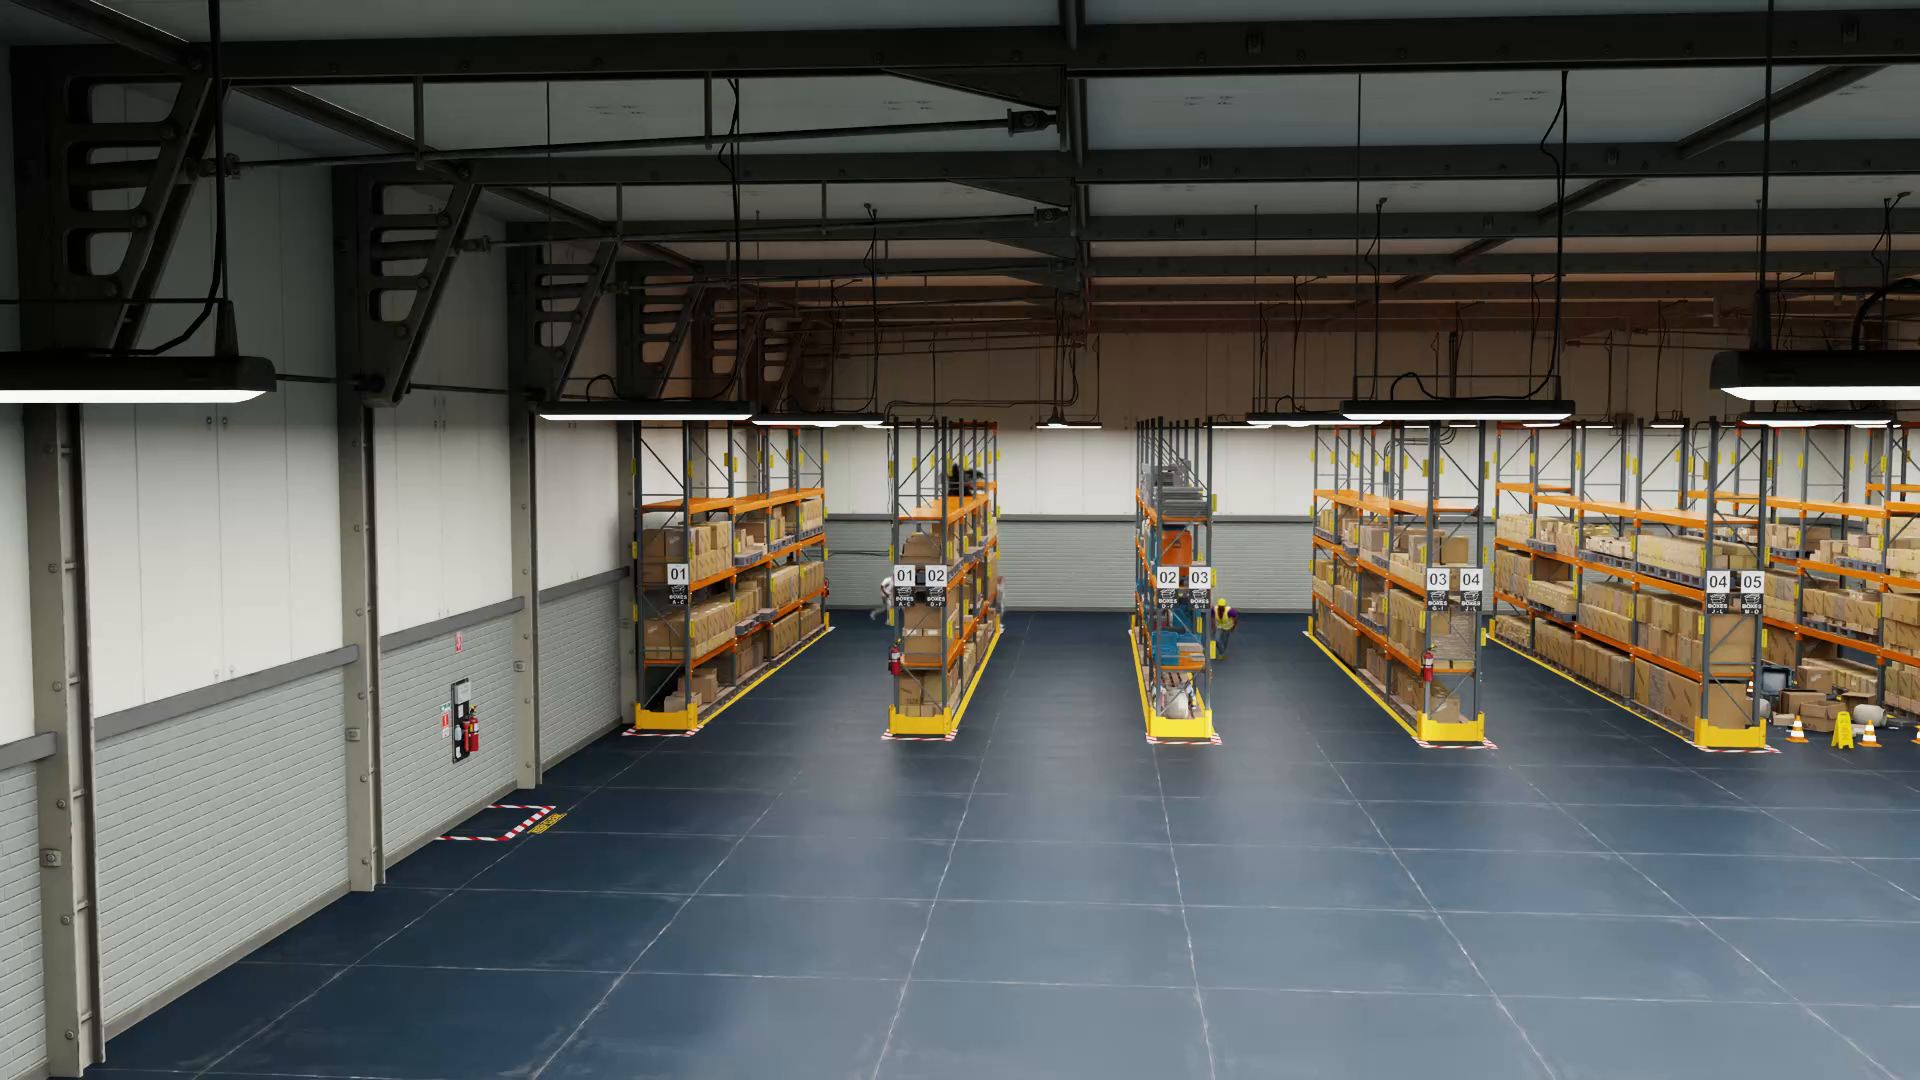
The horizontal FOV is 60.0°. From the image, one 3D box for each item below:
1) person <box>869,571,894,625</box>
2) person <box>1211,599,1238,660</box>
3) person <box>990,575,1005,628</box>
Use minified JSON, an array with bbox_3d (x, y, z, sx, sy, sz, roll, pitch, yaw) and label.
[{"bbox_3d":[-2.211,1.698,49.561,1.066,1.637,0.686,2,4,32],"label":"person"},{"bbox_3d":[6.621,2.221,41.769,0.690,1.567,1.029,1,4,16],"label":"person"},{"bbox_3d":[1.025,1.782,48.718,0.586,1.529,0.769,-3,5,-40],"label":"person"}]
